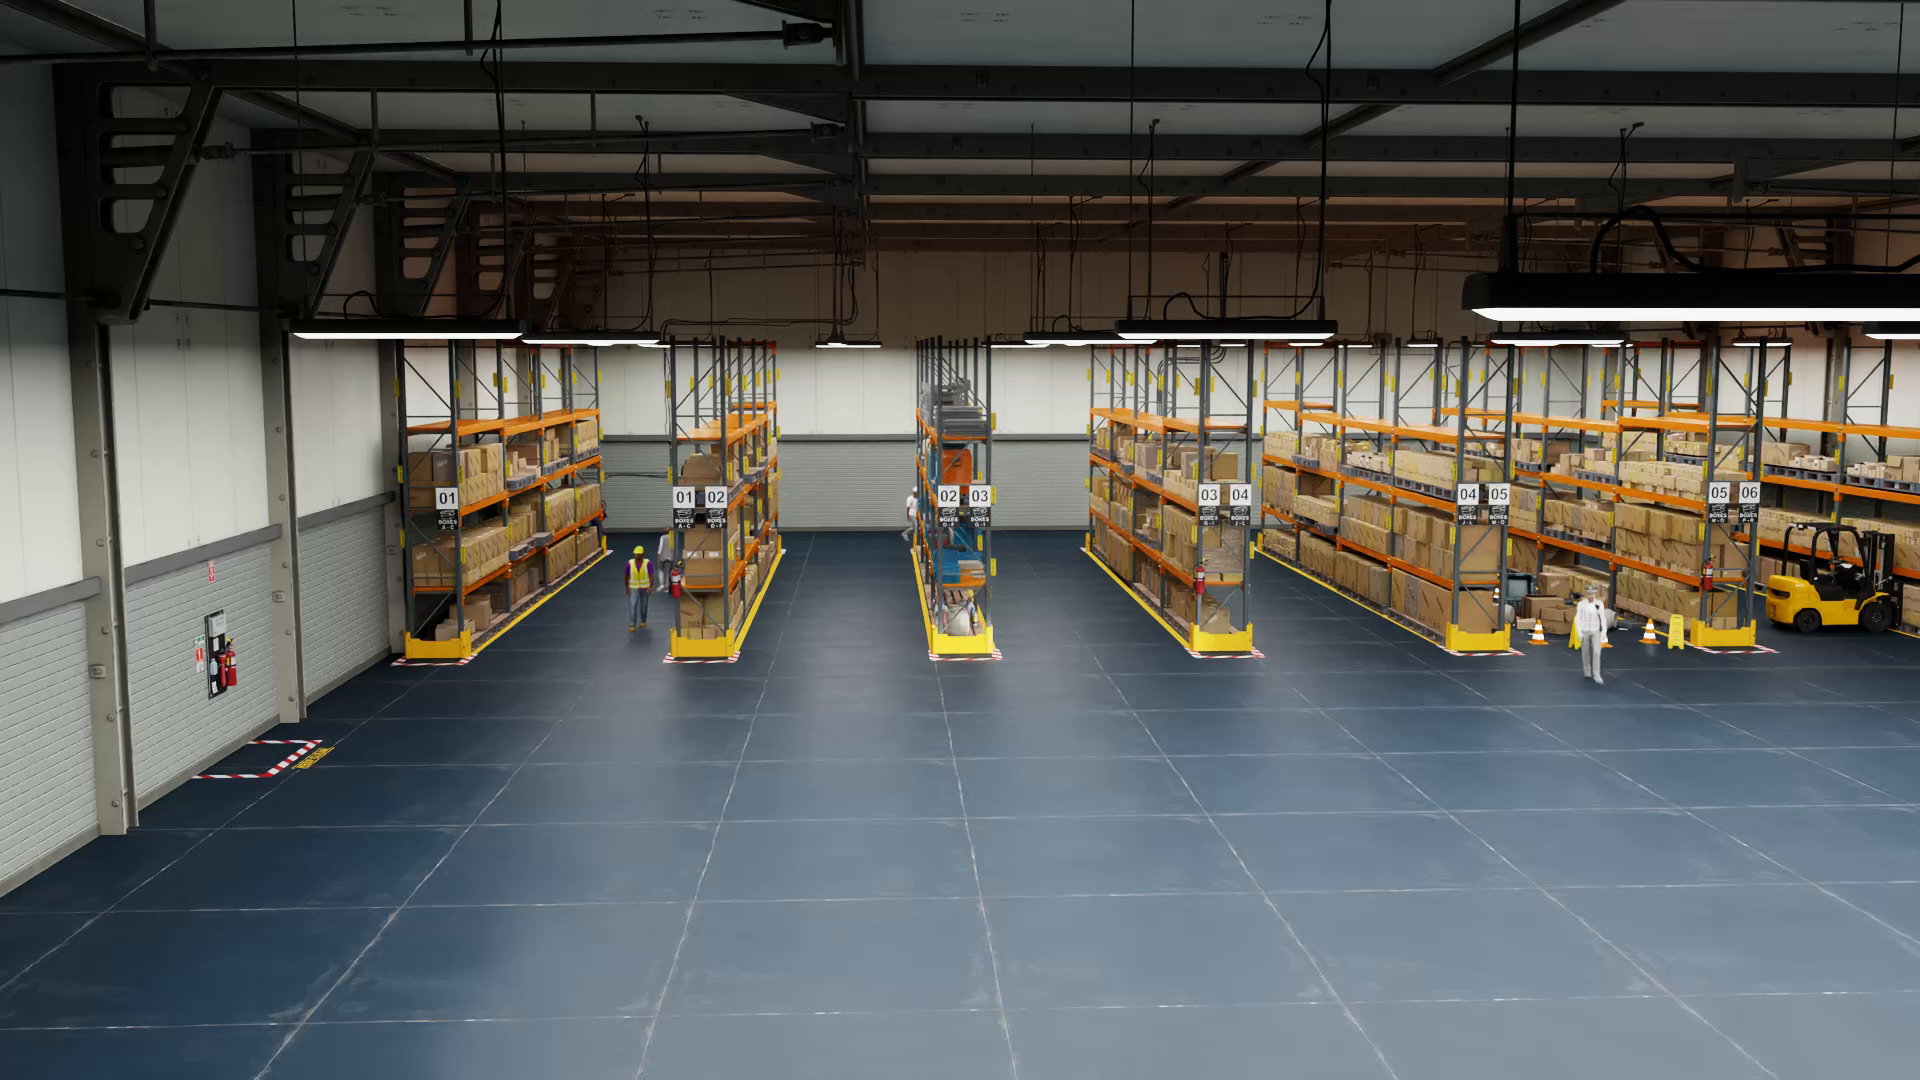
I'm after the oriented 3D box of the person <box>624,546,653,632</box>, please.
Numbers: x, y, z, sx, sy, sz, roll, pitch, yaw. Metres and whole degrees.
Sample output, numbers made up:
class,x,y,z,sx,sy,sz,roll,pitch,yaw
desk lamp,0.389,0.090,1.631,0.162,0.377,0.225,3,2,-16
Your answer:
class,x,y,z,sx,sy,sz,roll,pitch,yaw
person,-6.557,0.982,34.021,0.584,1.712,0.990,-2,7,-14

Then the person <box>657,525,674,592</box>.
class,x,y,z,sx,sy,sz,roll,pitch,yaw
person,-6.955,0.446,39.439,0.483,1.598,0.367,-1,7,-10

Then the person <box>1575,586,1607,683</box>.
class,x,y,z,sx,sy,sz,roll,pitch,yaw
person,10.967,1.608,28.916,0.528,1.634,0.849,3,7,25

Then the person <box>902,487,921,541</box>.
class,x,y,z,sx,sy,sz,roll,pitch,yaw
person,-1.379,-0.728,49.220,0.931,1.730,0.555,5,8,35

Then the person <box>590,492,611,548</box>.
class,x,y,z,sx,sy,sz,roll,pitch,yaw
person,-10.588,-0.582,48.535,0.799,1.670,0.551,0,6,-1
